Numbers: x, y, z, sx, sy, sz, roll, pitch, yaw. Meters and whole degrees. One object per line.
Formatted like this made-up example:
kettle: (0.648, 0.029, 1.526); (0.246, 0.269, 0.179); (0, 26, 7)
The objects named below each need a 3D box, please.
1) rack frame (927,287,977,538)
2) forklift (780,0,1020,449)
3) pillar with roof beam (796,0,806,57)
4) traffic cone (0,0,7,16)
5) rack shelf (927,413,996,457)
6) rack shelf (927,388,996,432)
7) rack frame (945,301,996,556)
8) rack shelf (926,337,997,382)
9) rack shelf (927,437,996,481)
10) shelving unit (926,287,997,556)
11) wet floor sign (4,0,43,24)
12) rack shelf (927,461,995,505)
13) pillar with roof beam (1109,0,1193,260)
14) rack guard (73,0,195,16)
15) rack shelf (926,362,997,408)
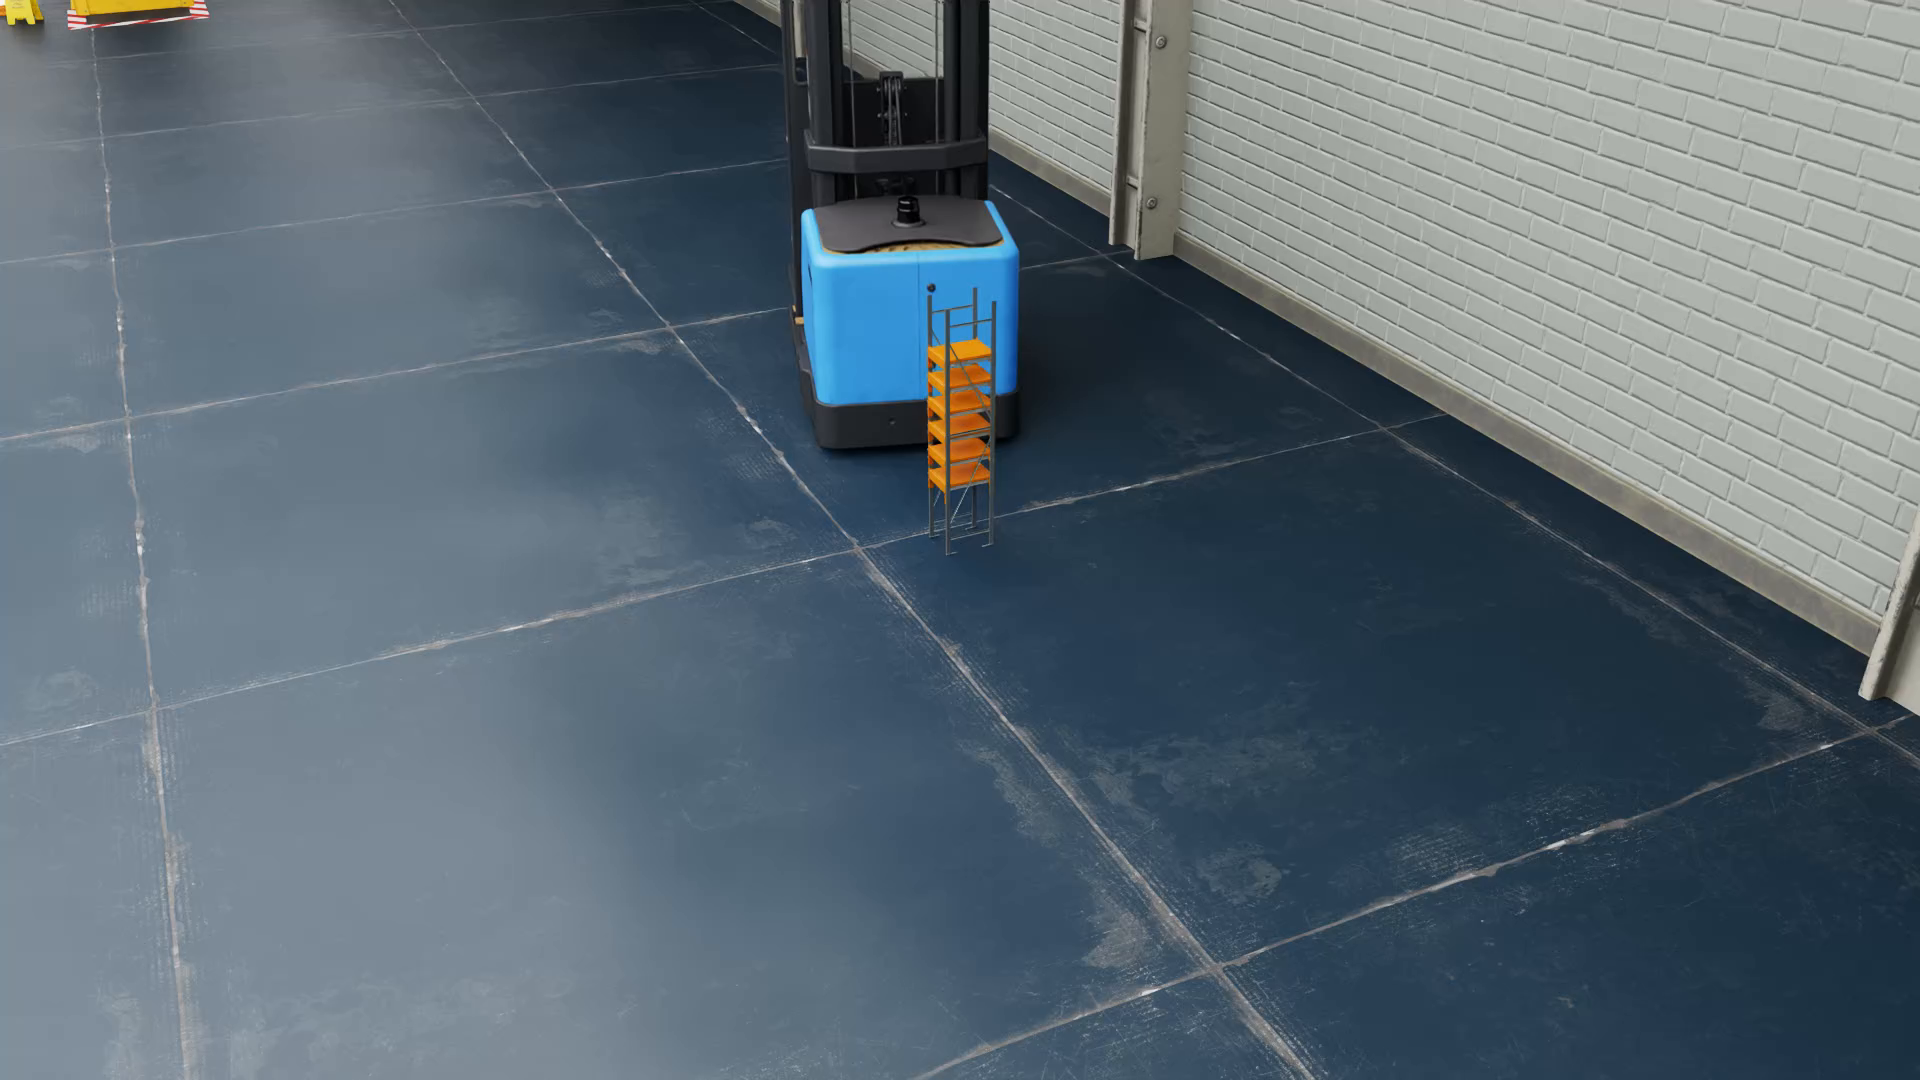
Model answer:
rack frame: (-0.033, -0.557, 7.517); (0.240, 1.200, 0.006); (-13, 32, -22)
forklift: (-0.427, -2.440, 9.105); (1.130, 2.935, 3.031); (-4, 30, -8)
pillar with roof beam: (-5.226, -7.652, 12.196); (9.100, 9.000, 0.400); (-13, 32, -22)
traffic cone: (-10.260, -5.862, 17.731); (0.336, 0.463, 0.334); (-13, 32, -22)
rack shelf: (0.006, -0.478, 7.467); (0.258, 0.103, 0.180); (-13, 32, -22)
rack shelf: (0.006, -0.583, 7.408); (0.258, 0.103, 0.180); (-13, 32, -22)
rack frame: (0.046, -0.477, 7.373); (0.240, 1.200, 0.006); (-13, 32, -22)
rack shelf: (0.006, -0.792, 7.291); (0.258, 0.103, 0.180); (-13, 32, -22)
rack shelf: (0.006, -0.374, 7.526); (0.258, 0.103, 0.180); (-13, 32, -22)
shelving unit: (0.006, -0.517, 7.445); (0.258, 1.200, 0.189); (-13, 32, -22)
wet floor sign: (-9.795, -5.714, 17.280); (0.267, 0.644, 0.232); (-3, 29, -5)
rack shelf: (0.006, -0.269, 7.584); (0.258, 0.103, 0.180); (-13, 32, -22)
pillar with roof beam: (-2.650, -5.002, 7.469); (9.100, 9.000, 0.400); (-13, 32, -22)
rack guard: (-8.943, -5.993, 17.926); (1.175, 0.500, 0.348); (-13, 32, -22)
rack shelf: (0.006, -0.688, 7.349); (0.258, 0.103, 0.180); (-13, 32, -22)
